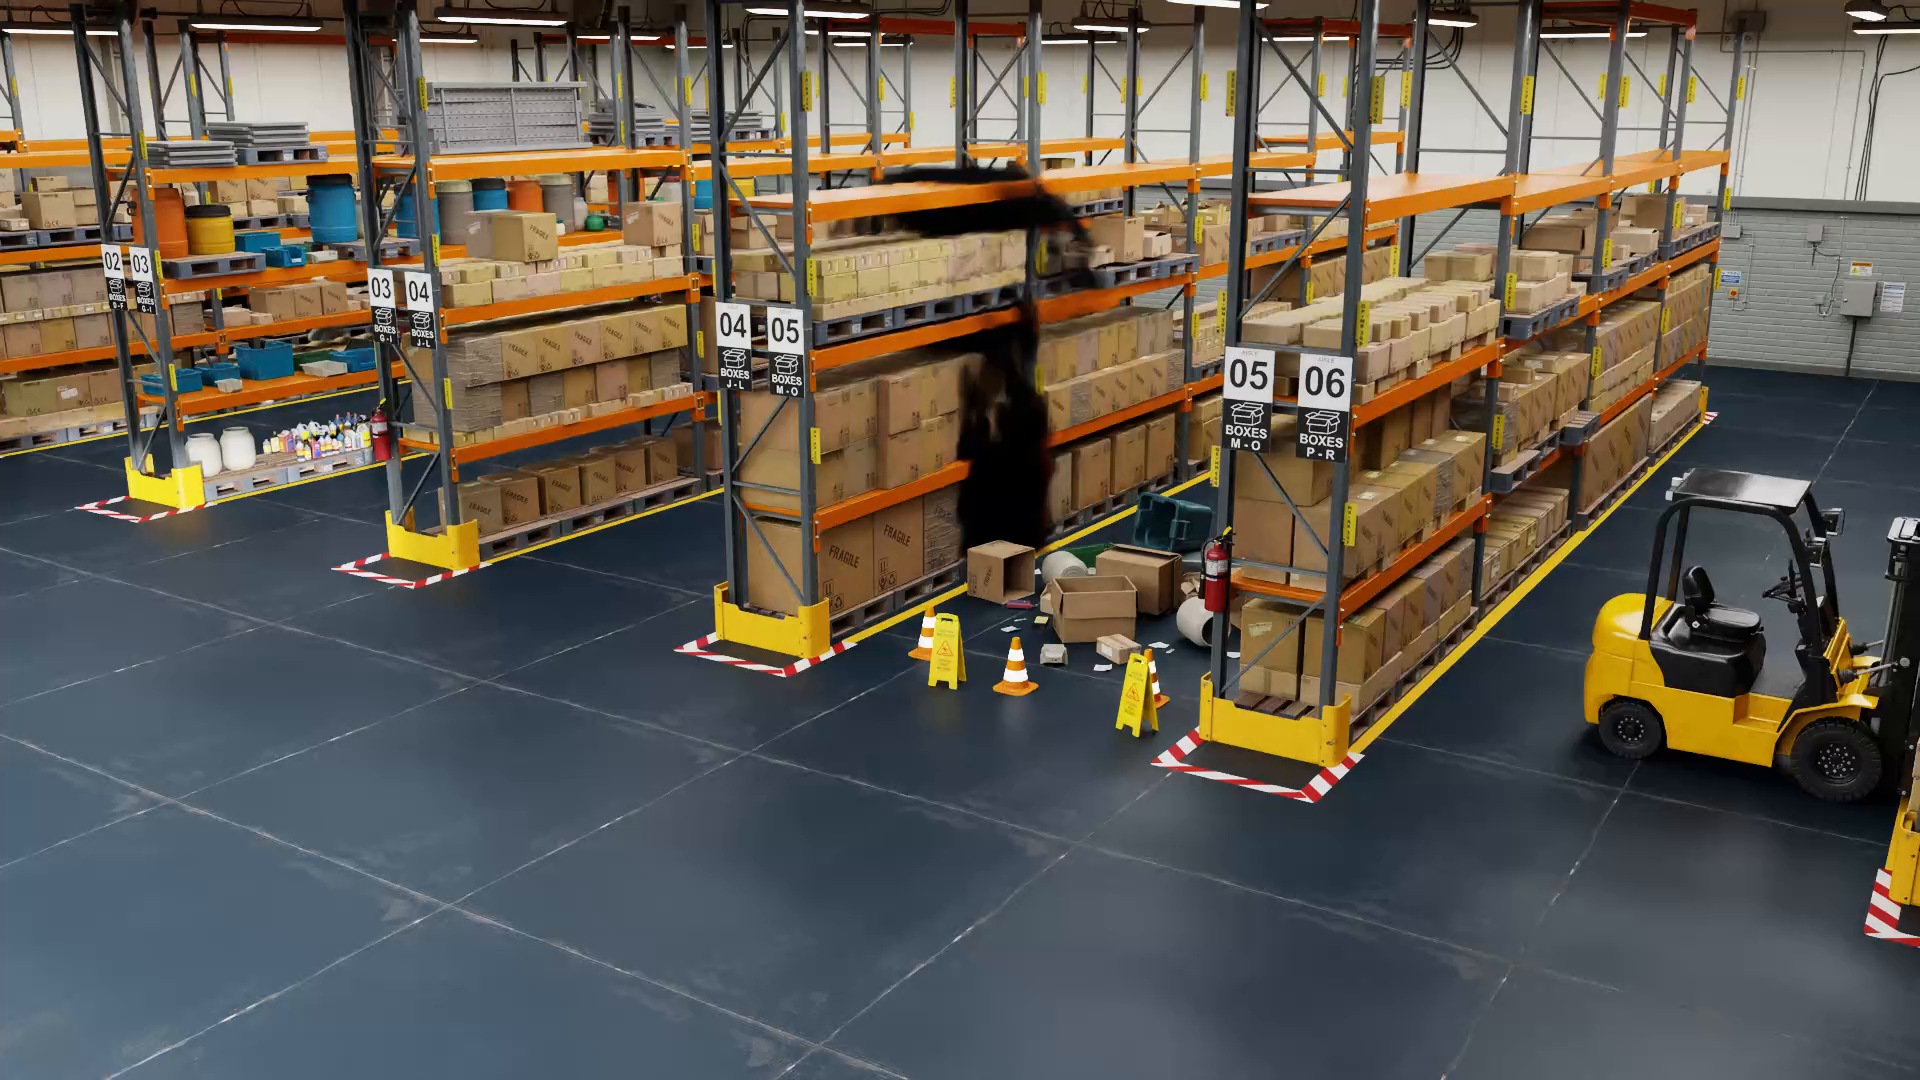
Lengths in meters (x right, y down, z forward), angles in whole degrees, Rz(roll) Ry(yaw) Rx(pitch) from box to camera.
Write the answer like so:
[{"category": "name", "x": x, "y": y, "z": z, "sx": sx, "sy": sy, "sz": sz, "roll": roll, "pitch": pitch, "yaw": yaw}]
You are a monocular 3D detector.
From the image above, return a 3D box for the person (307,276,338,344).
[{"category": "person", "x": -11.488, "y": -3.937, "z": 30.106, "sx": 0.602, "sy": 1.812, "sz": 0.849, "roll": 10, "pitch": 18, "yaw": 32}]
